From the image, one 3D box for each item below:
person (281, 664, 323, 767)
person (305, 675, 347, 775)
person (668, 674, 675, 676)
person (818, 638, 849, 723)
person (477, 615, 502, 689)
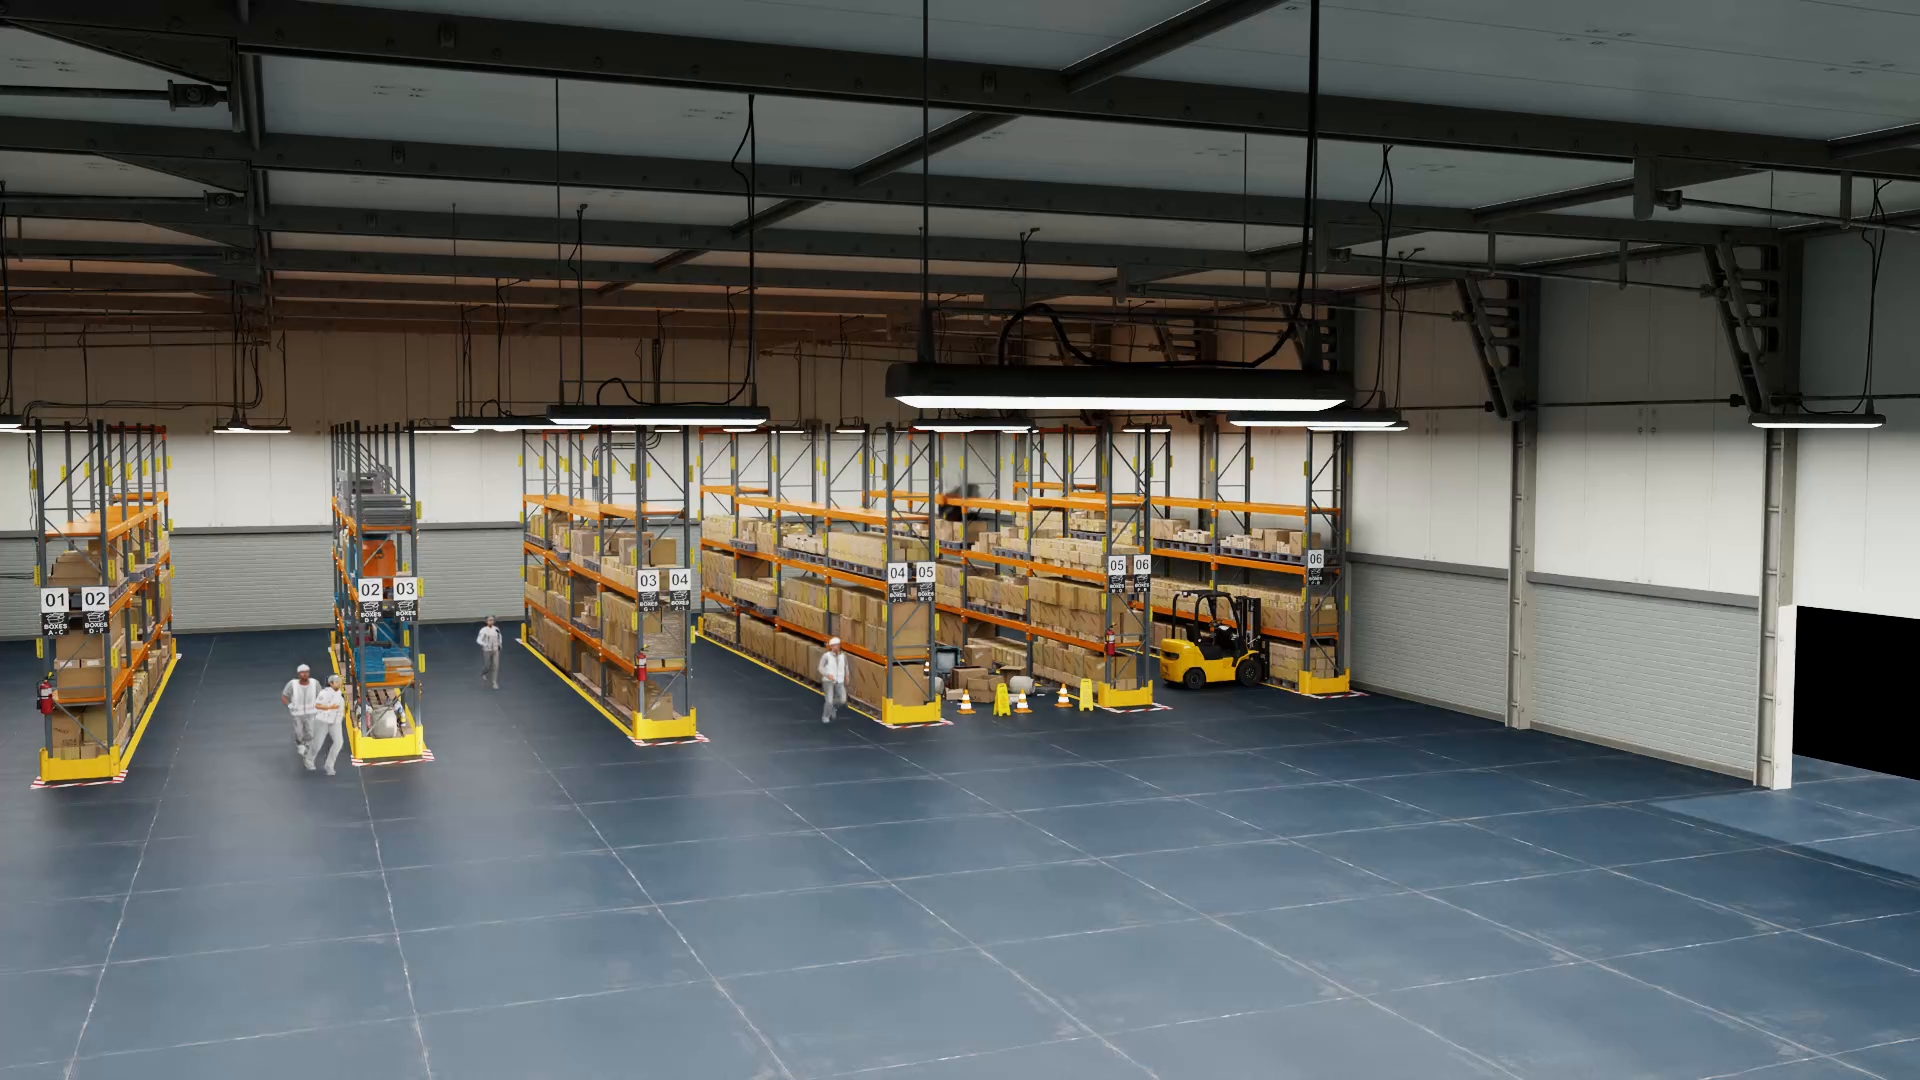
[{"bbox_3d":[-11.451,3.045,29.028,0.720,1.766,0.734,-2,4,-28],"label":"person"},{"bbox_3d":[-10.758,3.145,28.372,0.708,1.694,0.638,3,4,37],"label":"person"},{"bbox_3d":[-6.966,2.436,39.801,0.664,1.619,0.602,-2,4,-28],"label":"person"},{"bbox_3d":[-2.472,2.792,33.065,0.710,1.706,0.535,-2,4,-30],"label":"person"},{"bbox_3d":[-10.634,2.519,37.708,0.618,1.664,0.890,-2,4,-34],"label":"person"}]
